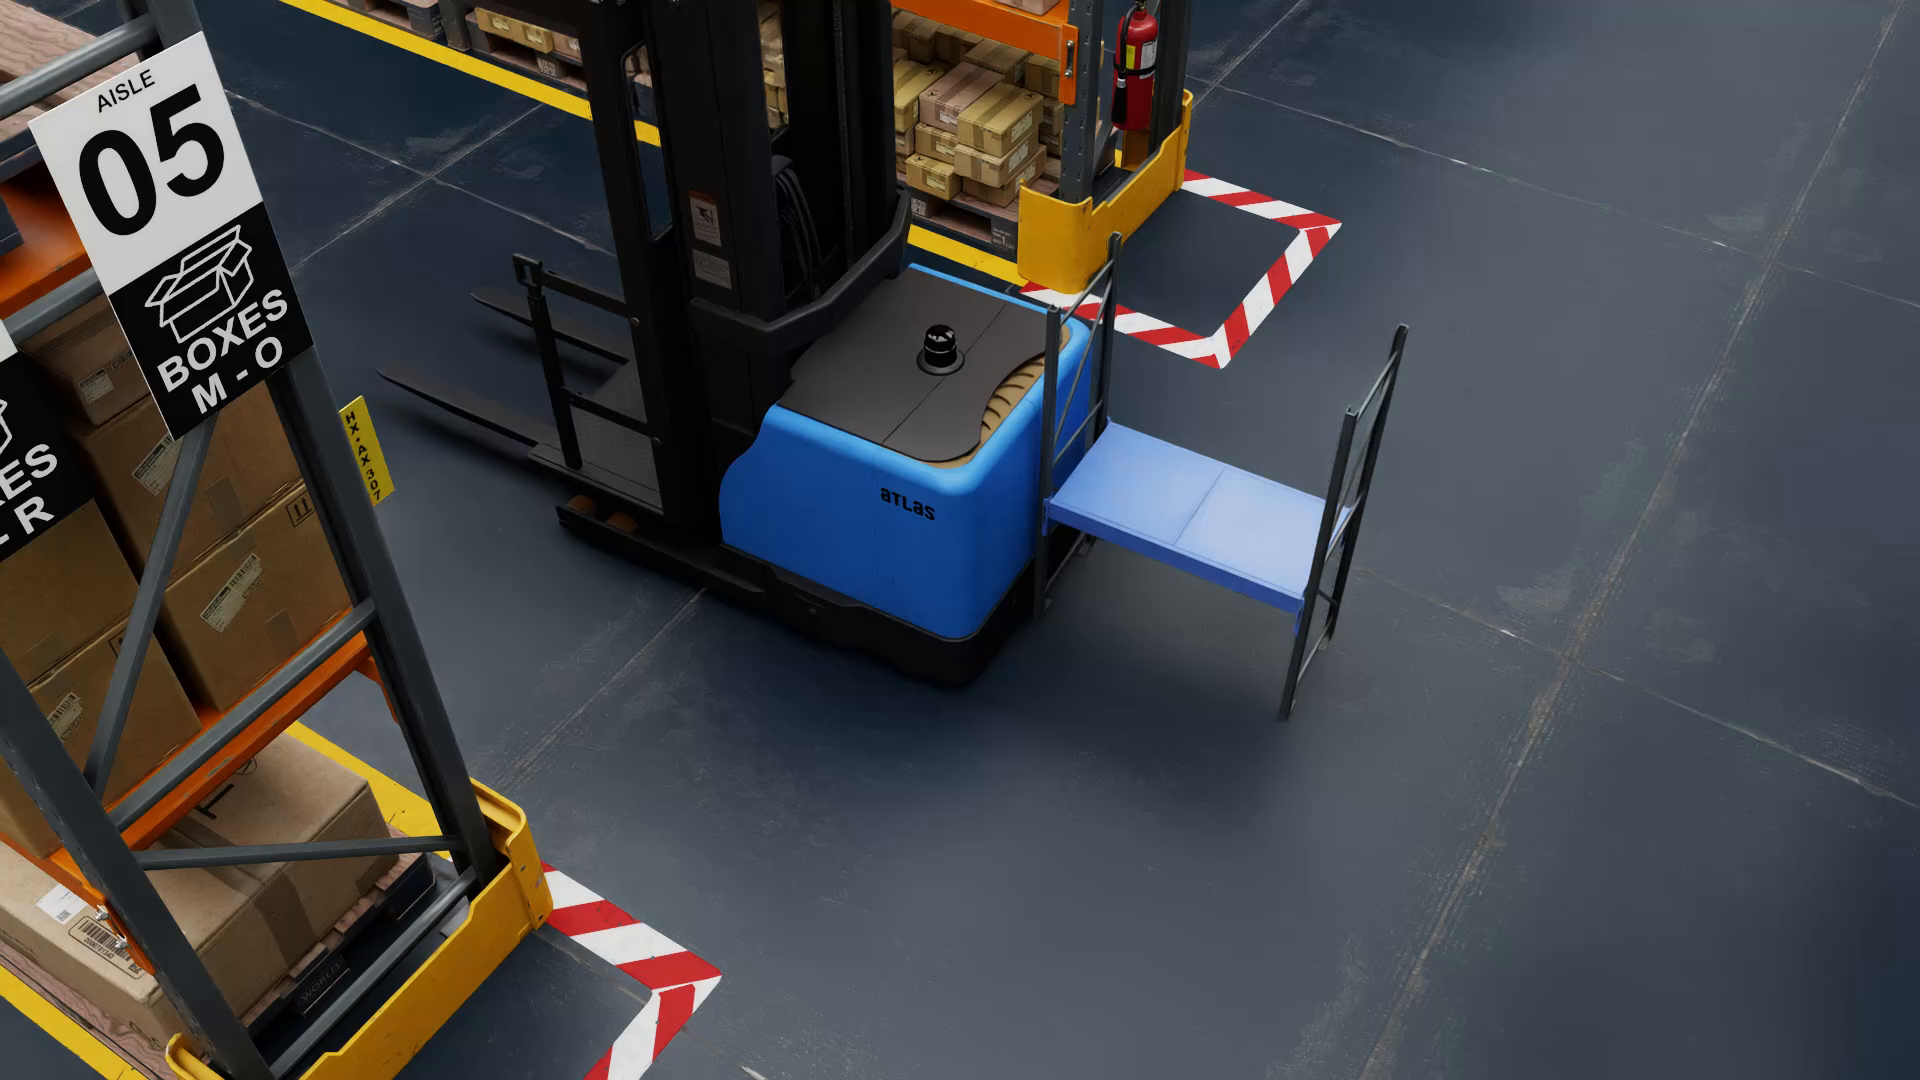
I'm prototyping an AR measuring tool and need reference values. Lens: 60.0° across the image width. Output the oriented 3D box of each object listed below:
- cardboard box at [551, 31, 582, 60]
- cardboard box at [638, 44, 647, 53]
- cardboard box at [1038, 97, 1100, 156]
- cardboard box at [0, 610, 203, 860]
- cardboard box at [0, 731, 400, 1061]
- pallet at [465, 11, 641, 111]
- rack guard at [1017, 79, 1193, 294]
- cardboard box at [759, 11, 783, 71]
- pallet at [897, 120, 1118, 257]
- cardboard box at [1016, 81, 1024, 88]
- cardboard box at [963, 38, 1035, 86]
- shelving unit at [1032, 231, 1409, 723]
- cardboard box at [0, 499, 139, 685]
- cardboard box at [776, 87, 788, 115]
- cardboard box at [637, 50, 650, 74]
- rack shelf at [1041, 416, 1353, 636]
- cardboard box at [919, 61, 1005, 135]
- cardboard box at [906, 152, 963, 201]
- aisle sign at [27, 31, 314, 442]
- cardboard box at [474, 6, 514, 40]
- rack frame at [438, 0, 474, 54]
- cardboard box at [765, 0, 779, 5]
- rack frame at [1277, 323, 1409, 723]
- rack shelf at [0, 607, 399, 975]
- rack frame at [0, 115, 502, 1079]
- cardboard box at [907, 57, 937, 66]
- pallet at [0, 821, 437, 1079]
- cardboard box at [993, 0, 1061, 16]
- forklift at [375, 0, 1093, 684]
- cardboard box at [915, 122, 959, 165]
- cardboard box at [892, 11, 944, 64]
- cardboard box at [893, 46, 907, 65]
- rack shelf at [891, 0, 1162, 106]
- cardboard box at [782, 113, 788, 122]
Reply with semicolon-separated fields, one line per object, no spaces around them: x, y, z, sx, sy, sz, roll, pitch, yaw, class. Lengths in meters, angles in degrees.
-1.999;-2.780;9.054;0.250;0.149;0.380;24;51;22;cardboard box
-1.531;-2.709;8.779;0.250;0.149;0.380;27;52;24;cardboard box
0.505;-2.130;8.423;0.250;0.149;0.380;26;51;23;cardboard box
-2.363;0.385;4.215;0.500;0.500;0.500;25;51;22;cardboard box
-2.423;0.998;5.182;0.875;0.438;0.875;23;50;21;cardboard box
-2.009;-2.919;9.439;1.213;0.211;1.003;25;51;22;pallet
0.710;-1.739;8.091;0.348;0.500;1.175;25;51;22;rack guard
-0.878;-2.526;8.394;0.250;0.149;0.380;23;50;21;cardboard box
0.045;-1.974;8.521;1.213;0.211;1.003;25;51;22;pallet
0.271;-2.335;8.415;0.250;0.149;0.380;24;51;22;cardboard box
0.219;-2.383;8.254;0.250;0.149;0.380;26;51;23;cardboard box
0.860;-0.193;5.892;1.048;1.500;0.538;22;50;20;shelving unit
-2.348;0.020;3.872;0.500;0.500;0.500;26;51;23;cardboard box
-0.706;-2.262;8.344;0.250;0.149;0.380;25;51;23;cardboard box
-1.513;-2.628;8.908;0.250;0.149;0.380;23;50;21;cardboard box
0.860;-0.067;6.021;1.000;0.185;0.538;22;50;20;rack shelf
0.011;-2.125;8.004;0.250;0.149;0.380;26;51;23;cardboard box
-0.053;-1.850;8.151;0.250;0.149;0.380;26;51;23;cardboard box
-1.597;-0.607;3.435;0.004;0.787;0.394;25;51;22;aisle sign
-2.460;-2.947;9.218;0.250;0.149;0.380;23;50;20;cardboard box
-2.593;-4.130;8.671;0.127;3.000;1.000;25;51;22;rack frame
-0.866;-2.886;8.743;0.250;0.149;0.380;25;51;22;cardboard box
1.302;-0.013;5.717;0.032;1.500;0.500;22;50;20;rack frame
-3.497;-0.077;5.235;4.000;0.370;1.077;25;51;22;rack shelf
-1.814;0.447;4.225;0.127;3.000;1.000;25;51;22;rack frame
-0.140;-2.541;8.616;0.250;0.149;0.380;26;51;23;cardboard box
-2.529;1.156;5.480;1.213;0.211;1.003;25;51;22;pallet
0.347;-2.449;7.213;0.250;0.149;0.380;25;51;22;cardboard box
-1.039;-1.275;5.946;3.031;2.935;1.130;22;50;20;forklift
-0.016;-2.003;8.093;0.250;0.149;0.380;24;50;21;cardboard box
-0.177;-2.604;8.469;0.250;0.149;0.380;22;50;20;cardboard box
-0.460;-2.287;8.161;0.250;0.149;0.380;23;50;21;cardboard box
-0.910;-3.104;8.177;4.000;0.370;1.077;25;51;22;rack shelf
-0.692;-2.153;8.446;0.250;0.149;0.380;23;50;20;cardboard box
